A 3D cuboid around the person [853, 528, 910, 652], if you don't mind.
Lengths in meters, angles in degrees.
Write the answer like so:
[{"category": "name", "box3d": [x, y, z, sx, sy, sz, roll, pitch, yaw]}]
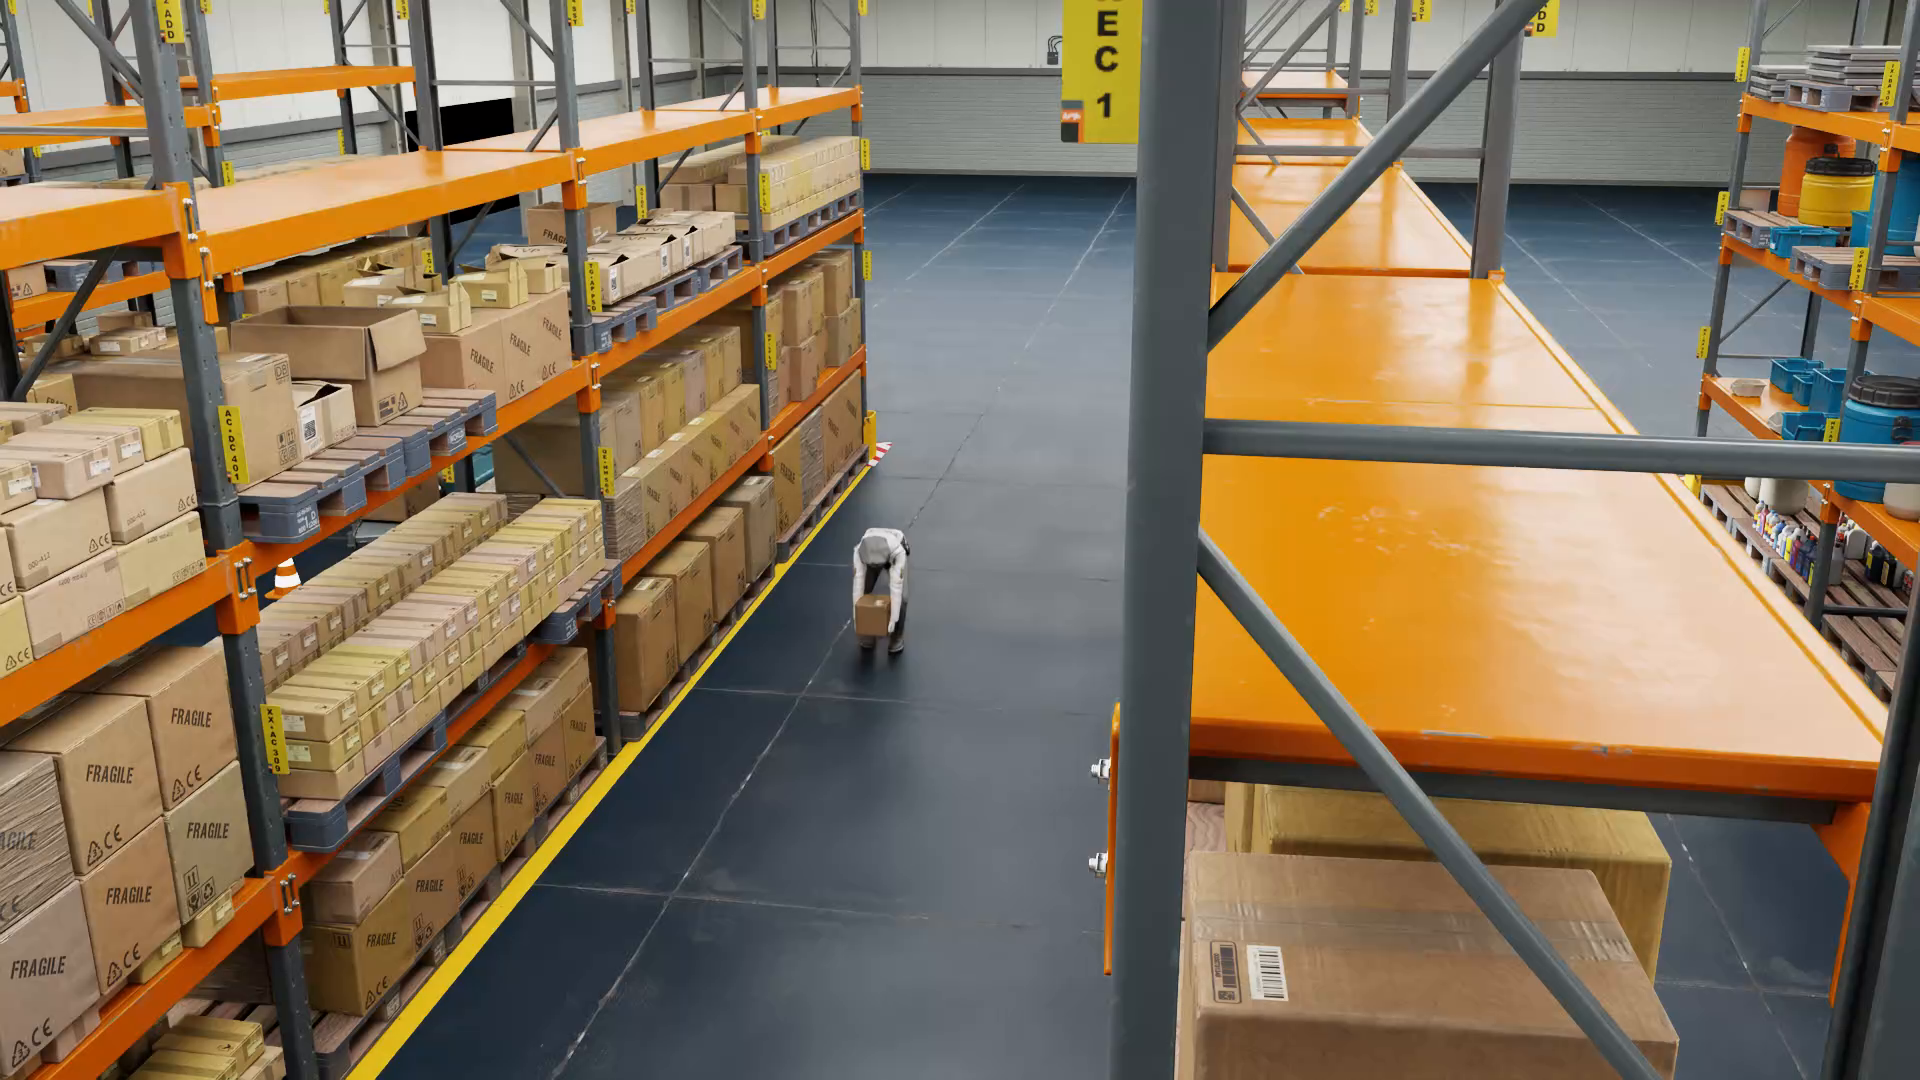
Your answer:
[{"category": "person", "box3d": [-0.637, 0.392, 13.223, 0.445, 1.086, 0.919, 2, 18, 6]}]
